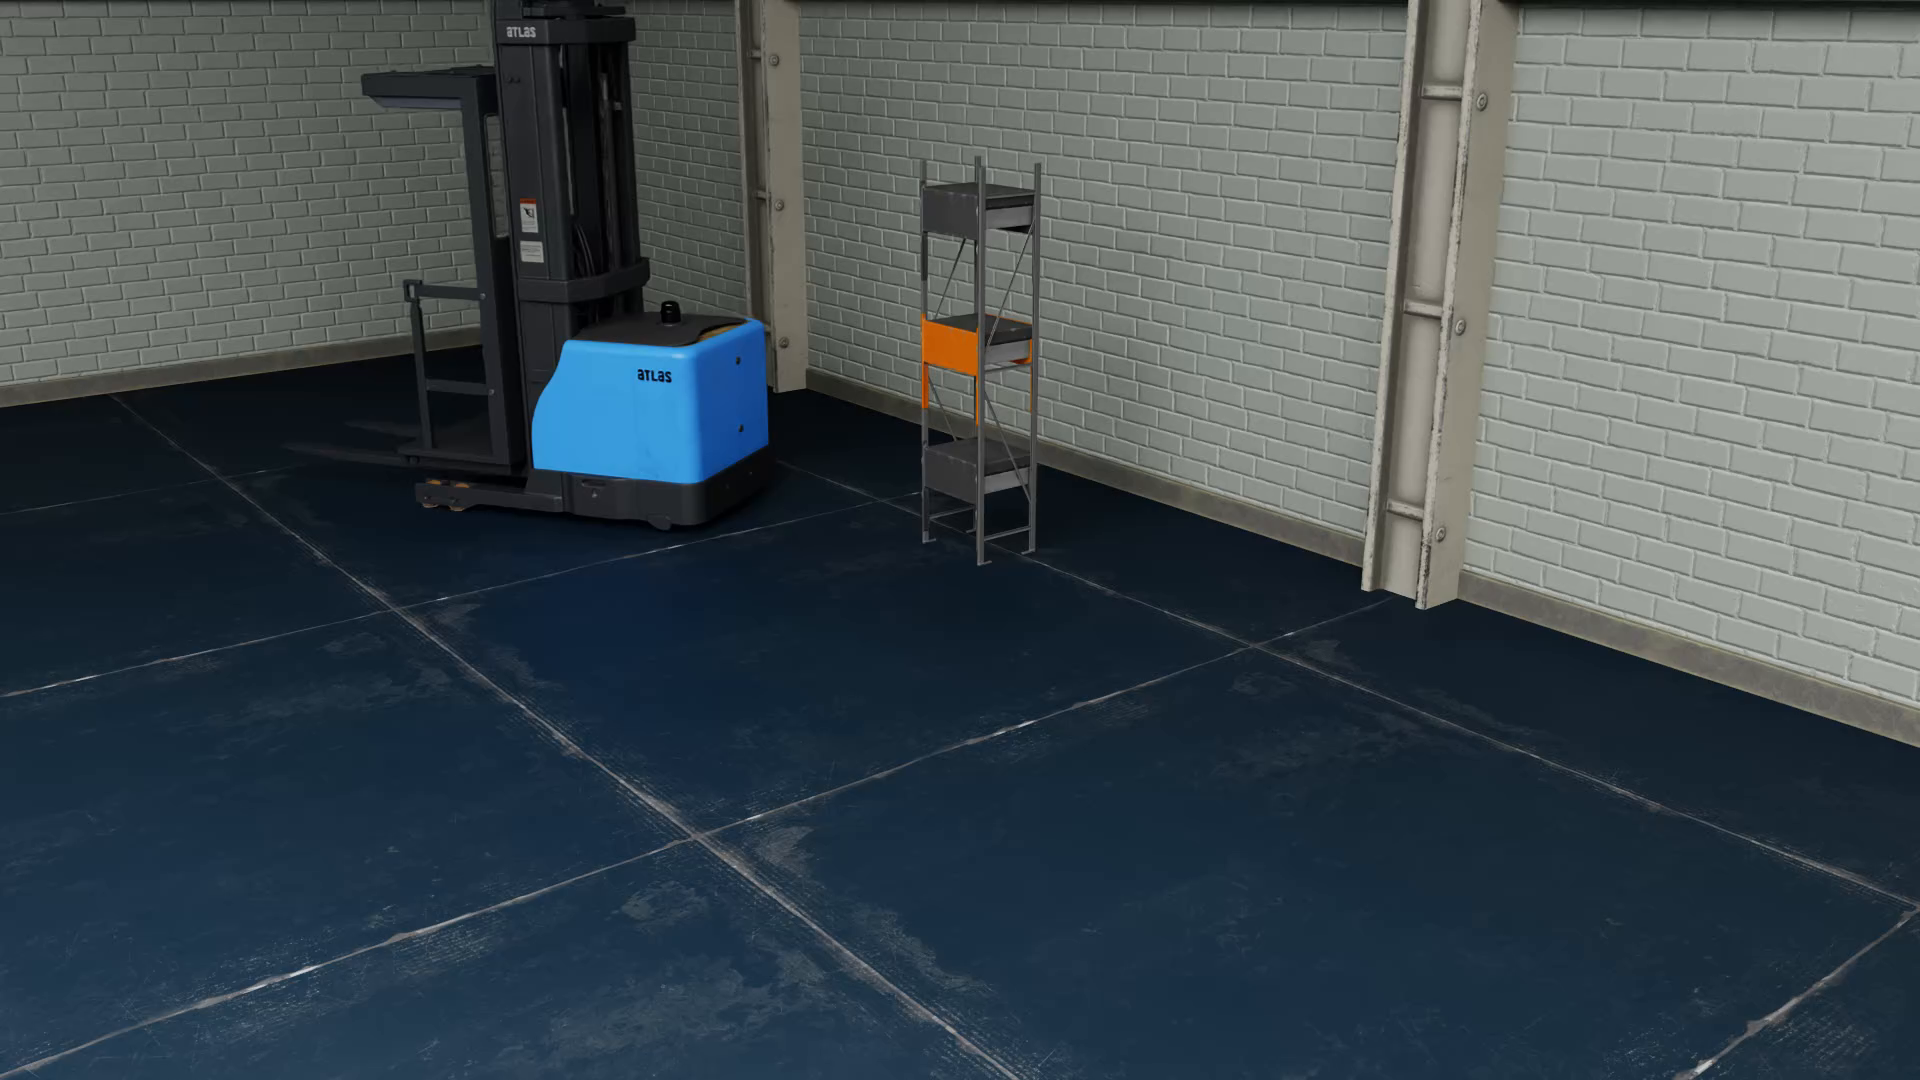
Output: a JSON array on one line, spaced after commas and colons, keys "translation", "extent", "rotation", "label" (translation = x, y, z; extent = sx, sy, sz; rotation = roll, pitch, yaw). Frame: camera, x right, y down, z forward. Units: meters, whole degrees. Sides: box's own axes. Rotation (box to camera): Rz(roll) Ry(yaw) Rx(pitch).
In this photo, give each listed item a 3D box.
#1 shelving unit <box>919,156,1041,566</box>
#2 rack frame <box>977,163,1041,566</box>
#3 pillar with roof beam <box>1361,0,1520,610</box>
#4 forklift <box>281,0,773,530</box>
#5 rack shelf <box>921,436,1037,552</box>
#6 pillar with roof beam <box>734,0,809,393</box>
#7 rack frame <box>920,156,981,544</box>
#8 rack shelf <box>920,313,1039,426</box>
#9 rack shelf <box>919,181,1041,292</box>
[{"translation": [0.103, -0.956, 8.909], "extent": [0.431, 2.100, 0.503], "rotation": [-14, 23, -36], "label": "shelving unit"}, {"translation": [0.254, -0.896, 8.728], "extent": [0.400, 2.100, 0.015], "rotation": [-14, 23, -36], "label": "rack frame"}, {"translation": [-1.061, -3.161, 4.594], "extent": [9.100, 9.000, 0.400], "rotation": [-14, 23, -36], "label": "pillar with roof beam"}, {"translation": [-2.724, -1.709, 9.861], "extent": [3.031, 2.935, 1.130], "rotation": [6, 19, 18], "label": "forklift"}, {"translation": [0.103, -0.279, 9.134], "extent": [0.431, 0.518, 0.480], "rotation": [-14, 23, -36], "label": "rack shelf"}, {"translation": [-4.786, -4.640, 9.059], "extent": [9.100, 9.000, 0.400], "rotation": [-14, 23, -36], "label": "pillar with roof beam"}, {"translation": [-0.049, -1.016, 9.091], "extent": [0.400, 2.100, 0.015], "rotation": [-14, 23, -36], "label": "rack frame"}, {"translation": [0.103, -0.943, 8.914], "extent": [0.431, 0.518, 0.480], "rotation": [-14, 23, -36], "label": "rack shelf"}, {"translation": [0.103, -1.608, 8.693], "extent": [0.431, 0.518, 0.480], "rotation": [-14, 23, -36], "label": "rack shelf"}]
